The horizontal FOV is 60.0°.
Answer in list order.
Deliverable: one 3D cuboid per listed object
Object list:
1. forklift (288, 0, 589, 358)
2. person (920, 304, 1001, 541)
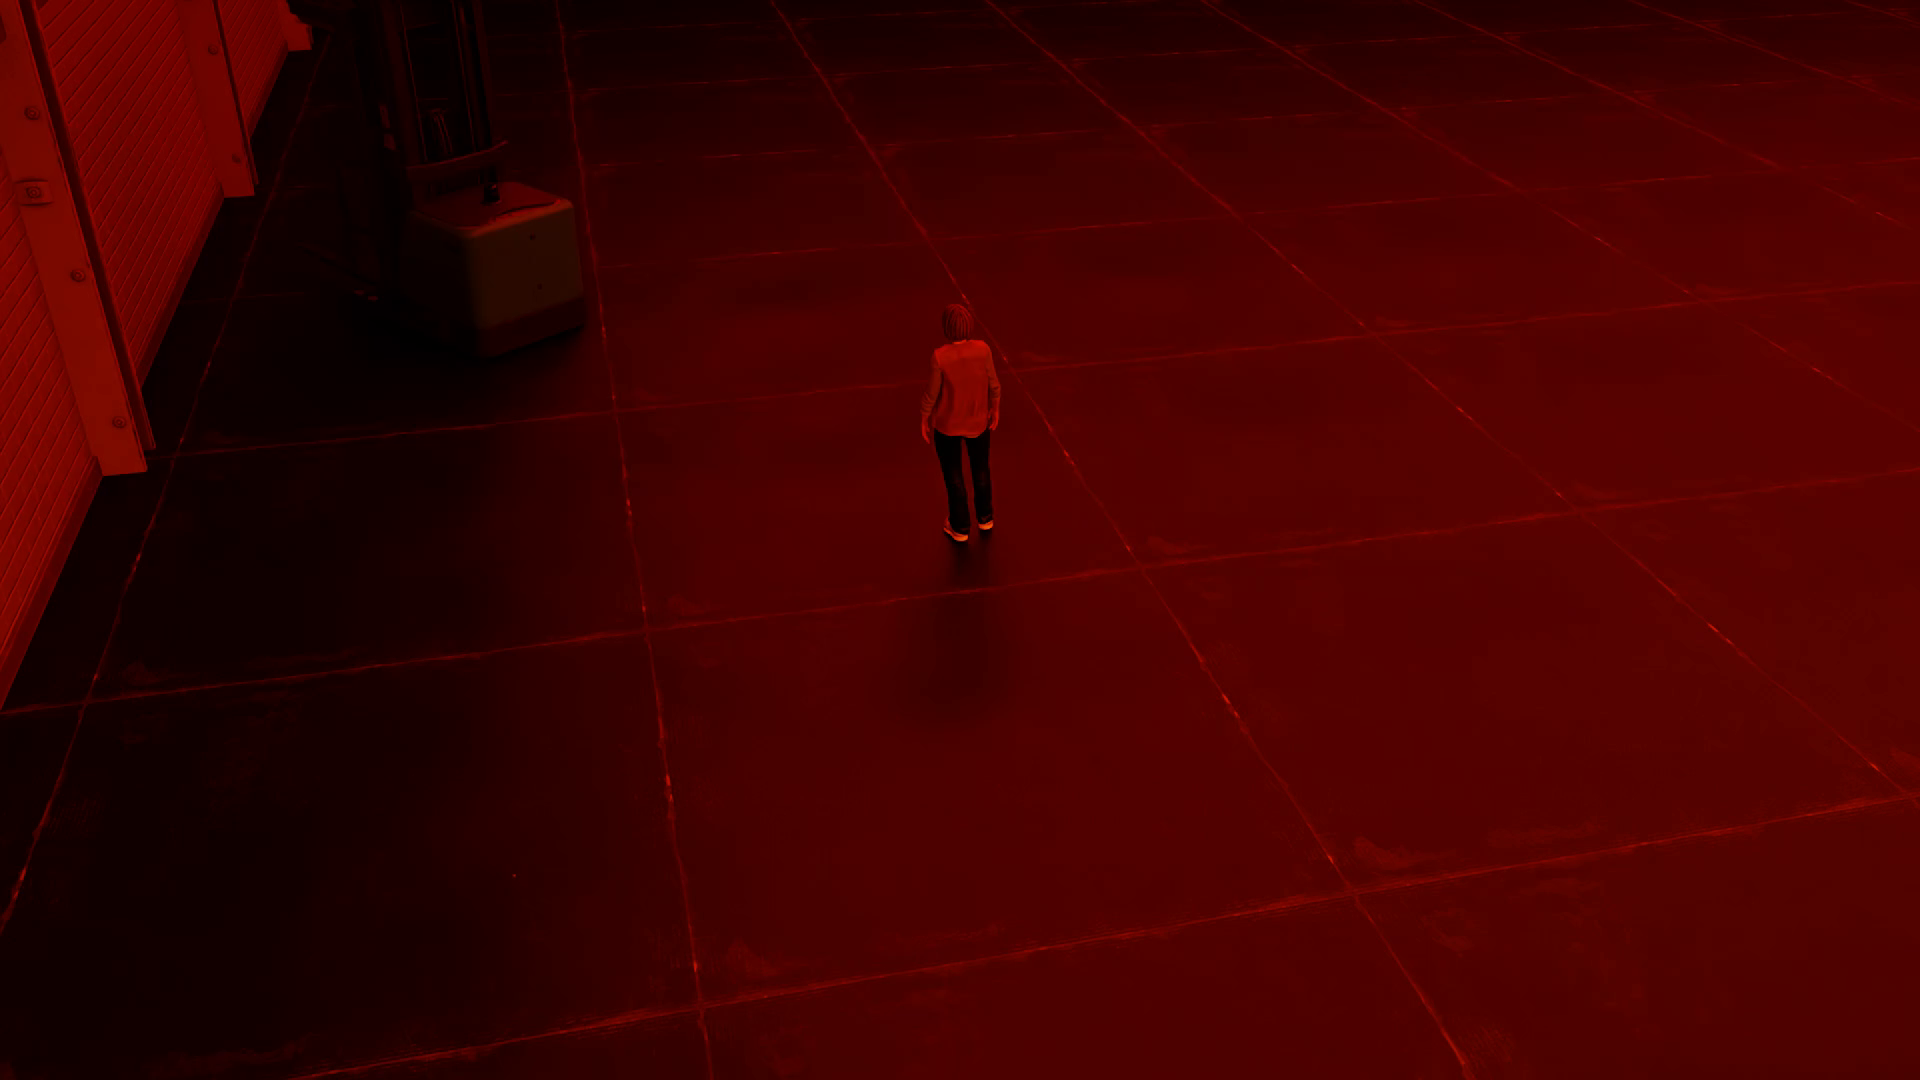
[{"bbox_3d":[-4.430,-3.283,13.245,3.031,2.935,1.130,24,38,35],"label":"forklift"},{"bbox_3d":[-0.003,-0.735,10.161,0.520,1.597,0.476,-7,31,-12],"label":"person"}]
